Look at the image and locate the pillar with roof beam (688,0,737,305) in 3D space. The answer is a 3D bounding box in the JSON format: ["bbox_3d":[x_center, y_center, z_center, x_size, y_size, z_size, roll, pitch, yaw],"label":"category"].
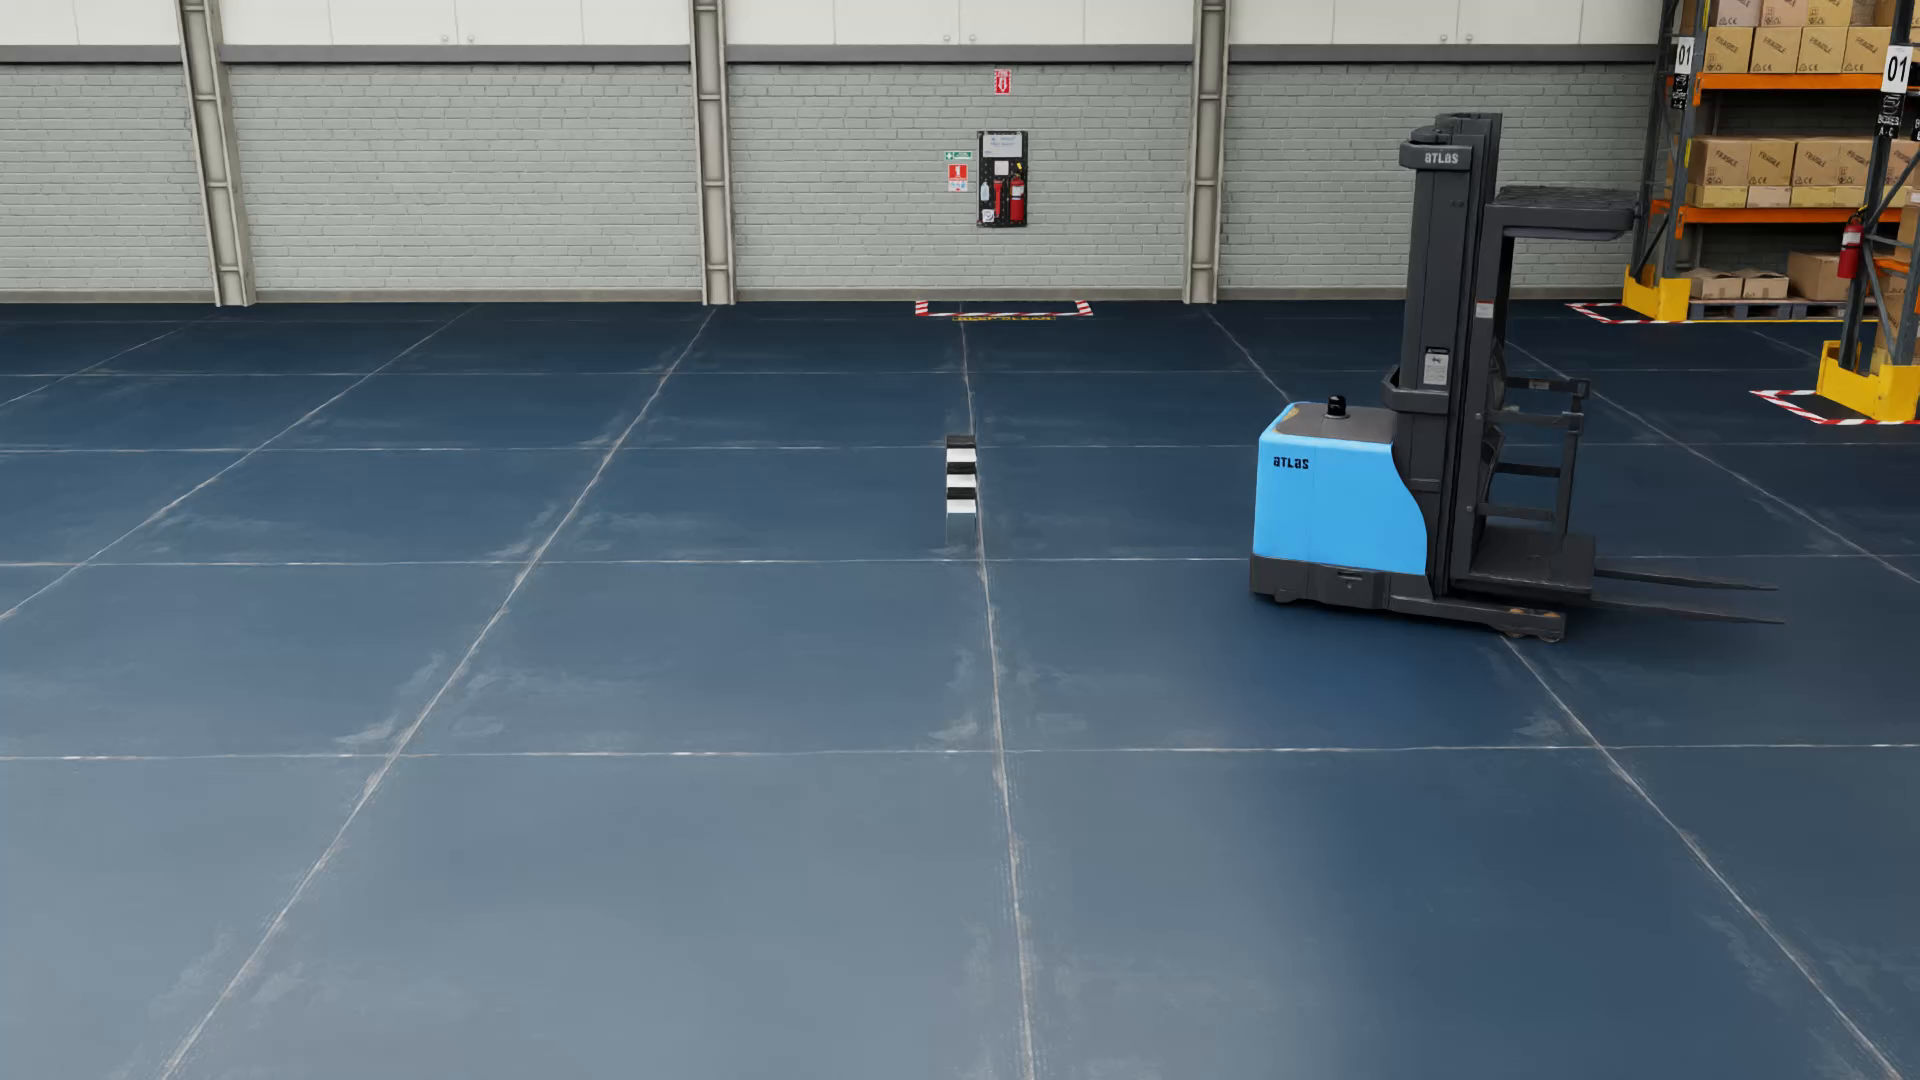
[{"bbox_3d":[-2.931,-5.932,15.308,0.400,9.000,9.100,0,18,-1],"label":"pillar with roof beam"}]

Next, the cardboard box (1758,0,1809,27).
[{"bbox_3d":[9.205,-6.057,18.774,0.500,0.500,0.500,0,18,-1],"label":"cardboard box"}]

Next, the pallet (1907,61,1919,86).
[{"bbox_3d":[9.103,-4.049,14.494,1.213,0.211,1.003,0,18,-1],"label":"pallet"}]

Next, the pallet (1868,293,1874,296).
[{"bbox_3d":[11.642,-2.858,20.112,1.213,0.211,1.003,0,18,-1],"label":"pallet"}]

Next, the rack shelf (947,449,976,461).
[{"bbox_3d":[0.008,-0.568,11.365,0.200,0.077,0.258,0,18,-1],"label":"rack shelf"}]

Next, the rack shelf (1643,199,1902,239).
[{"bbox_3d":[10.313,-3.848,19.809,4.000,0.370,1.077,0,18,-1],"label":"rack shelf"}]

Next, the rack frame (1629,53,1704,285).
[{"bbox_3d":[8.313,-4.181,19.669,0.127,3.000,1.000,0,18,-1],"label":"rack frame"}]

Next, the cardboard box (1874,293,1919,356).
[{"bbox_3d":[8.927,-2.009,15.486,0.500,0.500,0.500,0,18,-1],"label":"cardboard box"}]

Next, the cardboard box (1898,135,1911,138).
[{"bbox_3d":[11.322,-4.555,19.822,0.500,0.500,0.500,0,18,-1],"label":"cardboard box"}]

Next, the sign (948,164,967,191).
[{"bbox_3d":[-0.026,-4.465,20.497,0.234,0.329,0.001,0,18,-1],"label":"sign"}]

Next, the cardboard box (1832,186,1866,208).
[{"bbox_3d":[10.340,-4.033,19.423,0.500,0.250,0.500,0,18,0],"label":"cardboard box"}]

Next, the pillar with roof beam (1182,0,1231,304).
[{"bbox_3d":[3.068,-5.961,15.398,0.400,9.000,9.100,0,18,-1],"label":"pillar with roof beam"}]

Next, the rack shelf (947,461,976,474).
[{"bbox_3d":[0.008,-0.482,11.393,0.200,0.077,0.258,0,18,-1],"label":"rack shelf"}]

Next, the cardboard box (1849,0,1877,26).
[{"bbox_3d":[10.282,-6.226,19.301,0.500,0.500,0.500,0,18,-1],"label":"cardboard box"}]

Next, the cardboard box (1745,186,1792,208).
[{"bbox_3d":[9.325,-4.031,19.416,0.500,0.250,0.500,-1,18,-3],"label":"cardboard box"}]

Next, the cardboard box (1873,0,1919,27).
[{"bbox_3d":[10.746,-6.065,18.798,0.500,0.500,0.500,-1,18,-3],"label":"cardboard box"}]

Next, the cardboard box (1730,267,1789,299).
[{"bbox_3d":[9.577,-3.088,19.946,0.500,0.311,0.500,1,18,4],"label":"cardboard box"}]

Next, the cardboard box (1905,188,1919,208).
[{"bbox_3d":[8.774,-3.084,15.026,0.250,0.149,0.380,-1,18,-2],"label":"cardboard box"}]

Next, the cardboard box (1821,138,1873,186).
[{"bbox_3d":[10.323,-4.392,19.314,0.500,0.500,0.500,0,18,1],"label":"cardboard box"}]

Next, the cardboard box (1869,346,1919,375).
[{"bbox_3d":[8.927,-1.651,15.598,0.500,0.250,0.500,0,18,-1],"label":"cardboard box"}]

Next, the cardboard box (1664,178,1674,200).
[{"bbox_3d":[8.778,-4.180,19.881,0.500,0.250,0.500,0,18,0],"label":"cardboard box"}]

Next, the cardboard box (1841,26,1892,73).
[{"bbox_3d":[10.244,-5.596,18.974,0.500,0.500,0.500,1,18,3],"label":"cardboard box"}]

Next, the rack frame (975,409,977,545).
[{"bbox_3d":[0.110,-0.429,11.412,0.006,0.900,0.240,0,18,-1],"label":"rack frame"}]

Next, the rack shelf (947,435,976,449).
[{"bbox_3d":[0.008,-0.654,11.338,0.200,0.077,0.258,0,18,-1],"label":"rack shelf"}]

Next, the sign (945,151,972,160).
[{"bbox_3d":[-0.021,-4.714,20.407,0.331,0.109,0.001,0,18,-1],"label":"sign"}]

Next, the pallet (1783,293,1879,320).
[{"bbox_3d":[10.419,-2.851,20.090,1.213,0.211,1.003,0,18,-1],"label":"pallet"}]

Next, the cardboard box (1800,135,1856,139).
[{"bbox_3d":[10.305,-4.549,19.802,0.500,0.500,0.500,0,18,0],"label":"cardboard box"}]

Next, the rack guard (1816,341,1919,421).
[{"bbox_3d":[8.371,-1.477,15.334,0.348,0.500,1.175,0,18,-1],"label":"rack guard"}]

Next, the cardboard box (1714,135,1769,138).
[{"bbox_3d":[9.285,-4.542,19.782,0.500,0.500,0.500,0,18,0],"label":"cardboard box"}]

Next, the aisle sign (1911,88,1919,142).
[{"bbox_3d":[8.335,-3.812,14.263,0.004,0.787,0.394,0,18,-1],"label":"aisle sign"}]

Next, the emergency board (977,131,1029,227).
[{"bbox_3d":[0.529,-4.419,20.412,0.643,1.169,0.194,0,18,-1],"label":"emergency board"}]

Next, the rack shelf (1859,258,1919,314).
[{"bbox_3d":[10.395,-2.335,15.093,4.000,0.370,1.077,0,18,-1],"label":"rack shelf"}]

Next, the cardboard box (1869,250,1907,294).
[{"bbox_3d":[11.276,-3.202,19.990,0.500,0.500,0.500,-2,18,-5],"label":"cardboard box"}]

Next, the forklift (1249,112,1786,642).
[{"bbox_3d":[3.371,-0.984,9.816,3.031,2.935,1.130,7,19,21],"label":"forklift"}]

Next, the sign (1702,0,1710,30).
[{"bbox_3d":[8.322,-5.859,18.561,0.005,0.325,0.100,0,18,-1],"label":"sign"}]

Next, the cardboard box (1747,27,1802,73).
[{"bbox_3d":[9.189,-5.583,18.934,0.500,0.500,0.500,1,18,3],"label":"cardboard box"}]

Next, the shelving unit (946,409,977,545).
[{"bbox_3d":[0.008,-0.429,11.410,0.210,0.900,0.258,0,18,-1],"label":"shelving unit"}]

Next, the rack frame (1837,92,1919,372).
[{"bbox_3d":[8.395,-2.668,14.953,0.127,3.000,1.000,0,18,-1],"label":"rack frame"}]

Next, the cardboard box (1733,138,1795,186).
[{"bbox_3d":[9.290,-4.386,19.294,0.500,0.500,0.500,0,18,-1],"label":"cardboard box"}]

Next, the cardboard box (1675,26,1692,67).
[{"bbox_3d":[8.727,-5.745,19.440,0.500,0.500,0.500,1,18,3],"label":"cardboard box"}]
